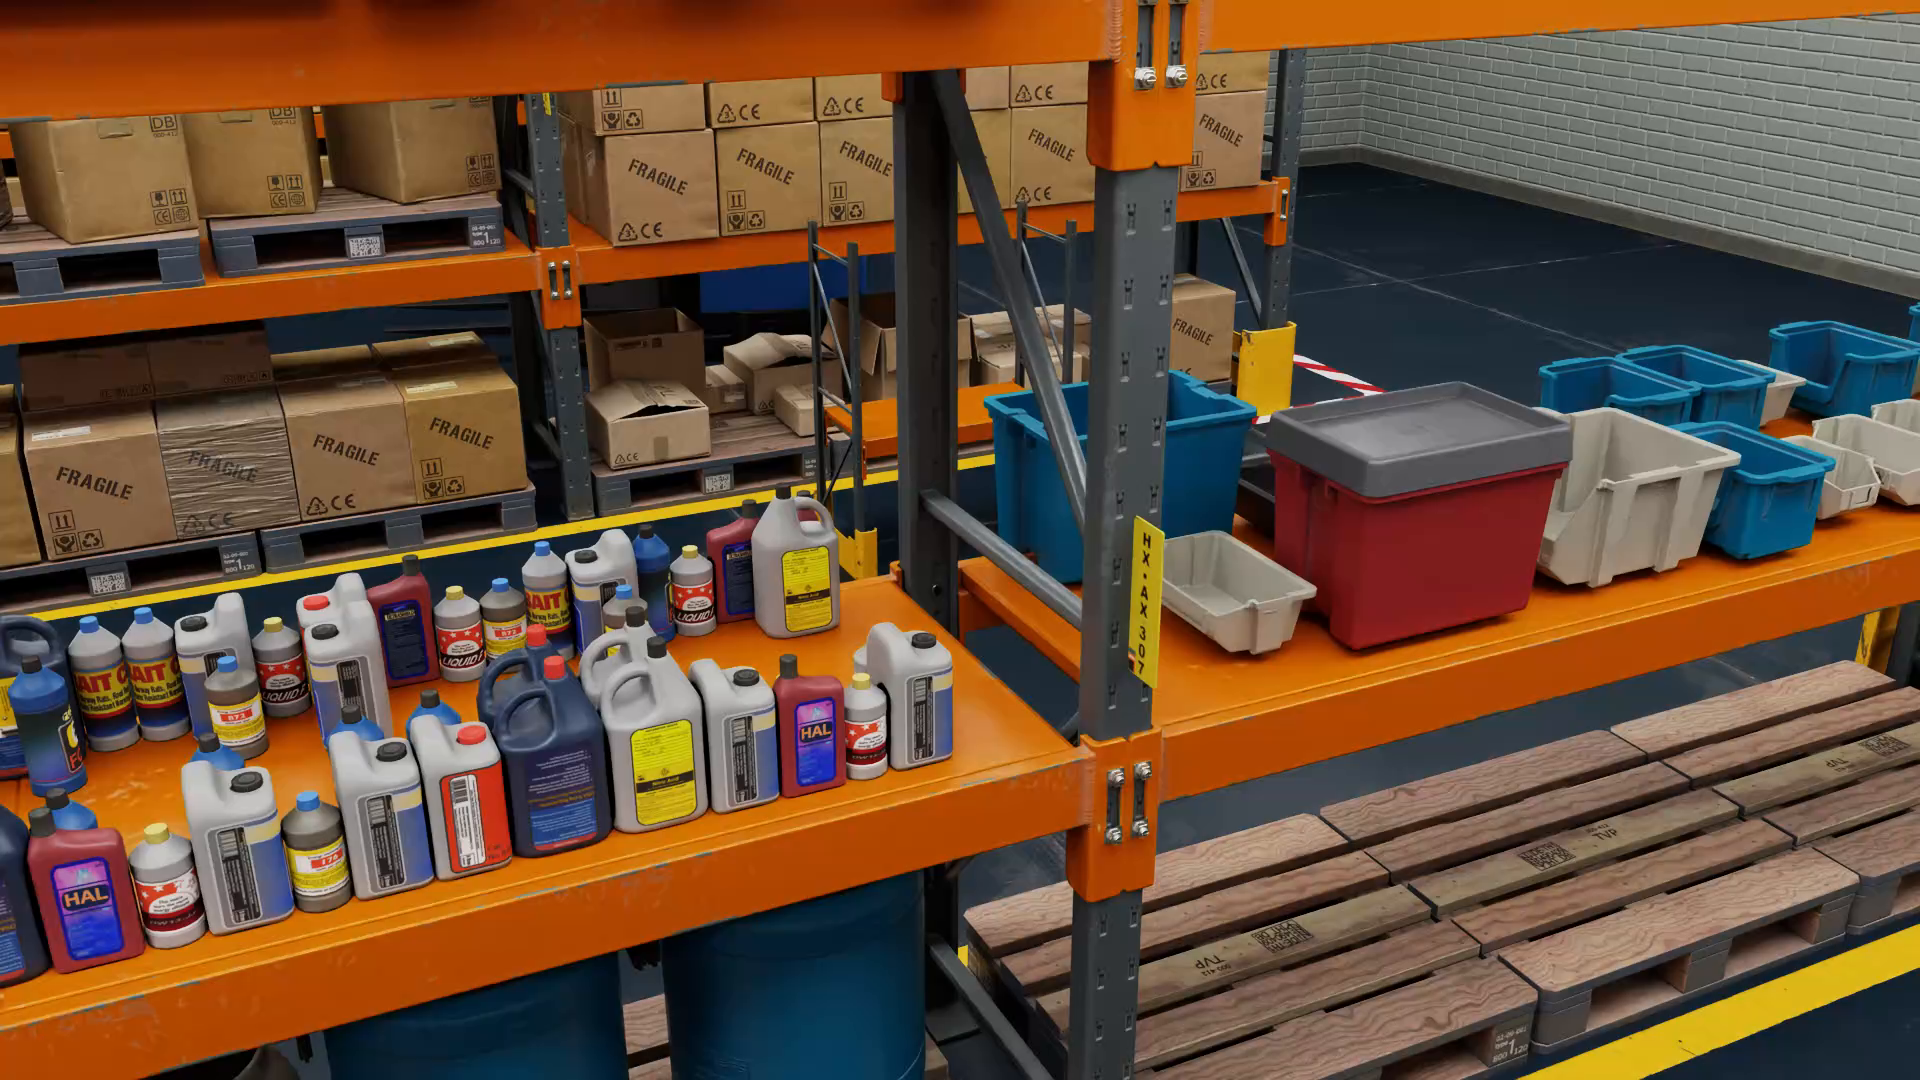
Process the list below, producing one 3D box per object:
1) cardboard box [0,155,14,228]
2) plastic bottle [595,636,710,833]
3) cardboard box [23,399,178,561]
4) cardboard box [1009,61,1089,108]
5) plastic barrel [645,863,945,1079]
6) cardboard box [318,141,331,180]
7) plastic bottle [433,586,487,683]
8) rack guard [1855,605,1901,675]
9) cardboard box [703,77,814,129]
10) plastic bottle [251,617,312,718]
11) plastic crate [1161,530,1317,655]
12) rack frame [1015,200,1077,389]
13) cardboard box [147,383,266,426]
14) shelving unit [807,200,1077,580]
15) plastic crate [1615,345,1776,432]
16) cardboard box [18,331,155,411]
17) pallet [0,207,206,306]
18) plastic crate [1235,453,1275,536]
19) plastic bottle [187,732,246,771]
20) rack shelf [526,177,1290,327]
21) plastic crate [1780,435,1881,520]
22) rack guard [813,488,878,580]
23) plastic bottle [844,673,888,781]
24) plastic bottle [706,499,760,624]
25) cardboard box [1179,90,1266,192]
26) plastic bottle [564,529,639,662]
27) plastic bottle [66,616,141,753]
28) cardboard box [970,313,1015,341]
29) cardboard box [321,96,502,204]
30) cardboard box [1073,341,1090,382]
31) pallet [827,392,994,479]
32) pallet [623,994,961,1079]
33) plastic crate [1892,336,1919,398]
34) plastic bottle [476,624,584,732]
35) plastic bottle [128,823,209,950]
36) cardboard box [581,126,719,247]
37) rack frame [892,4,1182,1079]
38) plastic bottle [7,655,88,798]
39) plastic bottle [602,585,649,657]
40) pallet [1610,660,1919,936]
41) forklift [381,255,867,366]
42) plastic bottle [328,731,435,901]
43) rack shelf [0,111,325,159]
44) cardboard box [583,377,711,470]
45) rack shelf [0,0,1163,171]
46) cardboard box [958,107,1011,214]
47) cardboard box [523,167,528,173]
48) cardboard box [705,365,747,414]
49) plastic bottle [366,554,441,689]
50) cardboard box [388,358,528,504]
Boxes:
[{"bbox_3d":[-4.206,-1.455,6.664,0.500,0.500,0.700,-6,23,-14],"label":"cardboard box"},{"bbox_3d":[-0.569,0.346,3.056,0.185,0.351,0.144,-10,25,-24],"label":"plastic bottle"},{"bbox_3d":[-3.706,-0.270,7.173,0.500,0.500,0.500,-11,25,-25],"label":"cardboard box"},{"bbox_3d":[0.375,-2.481,8.383,0.500,0.500,0.500,-10,24,-22],"label":"cardboard box"},{"bbox_3d":[-0.380,0.918,3.804,0.708,0.901,0.600,-10,25,-24],"label":"plastic barrel"},{"bbox_3d":[-4.708,-2.404,11.897,0.750,0.750,0.750,-10,25,-23],"label":"cardboard box"},{"bbox_3d":[-1.086,0.198,3.608,0.097,0.201,0.097,0,22,0],"label":"plastic bottle"},{"bbox_3d":[3.738,0.541,5.788,0.348,0.500,1.175,-10,25,-24],"label":"rack guard"},{"bbox_3d":[-1.016,-2.224,7.764,0.500,0.500,0.500,-11,25,-25],"label":"cardboard box"},{"bbox_3d":[-1.415,0.259,3.462,0.097,0.201,0.097,0,22,0],"label":"plastic bottle"},{"bbox_3d":[0.599,0.125,3.793,0.243,0.136,0.396,-10,25,-24],"label":"plastic crate"},{"bbox_3d":[0.381,-0.763,7.633,0.032,1.500,0.500,-10,25,-24],"label":"rack frame"},{"bbox_3d":[-3.498,-0.529,7.798,0.500,0.500,0.500,-10,25,-23],"label":"cardboard box"},{"bbox_3d":[-0.069,-0.680,7.433,1.083,1.500,0.587,-10,25,-24],"label":"shelving unit"},{"bbox_3d":[2.170,-0.410,4.958,0.300,0.233,0.416,-10,25,-24],"label":"plastic crate"},{"bbox_3d":[-3.922,-0.799,7.470,0.500,0.250,0.500,-11,25,-25],"label":"cardboard box"},{"bbox_3d":[-3.881,-1.221,7.029,1.213,0.211,1.003,-10,25,-24],"label":"pallet"},{"bbox_3d":[1.010,-0.120,4.400,0.590,0.125,0.437,-10,25,-24],"label":"plastic crate"},{"bbox_3d":[-1.282,0.460,2.886,0.097,0.271,0.097,0,22,0],"label":"plastic bottle"},{"bbox_3d":[-0.225,-1.649,8.751,4.000,0.370,1.077,-10,25,-24],"label":"rack shelf"},{"bbox_3d":[2.299,-0.160,4.481,0.250,0.136,0.298,-10,25,-24],"label":"plastic crate"},{"bbox_3d":[-0.517,-0.020,7.472,0.087,0.250,0.587,-10,25,-24],"label":"rack guard"},{"bbox_3d":[-0.190,0.356,3.229,0.097,0.201,0.097,0,22,0],"label":"plastic bottle"},{"bbox_3d":[-0.518,0.048,3.864,0.133,0.283,0.061,-10,25,-24],"label":"plastic bottle"},{"bbox_3d":[1.291,-2.191,8.990,0.500,0.500,0.500,-10,24,-22],"label":"cardboard box"},{"bbox_3d":[-0.794,0.122,3.696,0.135,0.276,0.152,-10,25,-24],"label":"plastic bottle"},{"bbox_3d":[-1.712,0.281,3.317,0.097,0.271,0.097,0,22,0],"label":"plastic bottle"},{"bbox_3d":[0.063,-1.087,9.475,0.500,0.250,0.500,-10,25,-24],"label":"cardboard box"},{"bbox_3d":[-2.551,-1.888,7.709,0.700,0.500,0.500,21,30,41],"label":"cardboard box"},{"bbox_3d":[0.790,-0.996,9.363,0.250,0.166,0.380,-10,25,-24],"label":"cardboard box"},{"bbox_3d":[-0.307,-0.678,9.113,1.213,0.211,1.003,-10,25,-24],"label":"pallet"},{"bbox_3d":[-0.596,1.460,3.946,1.213,0.211,1.003,-10,25,-24],"label":"pallet"},{"bbox_3d":[3.032,-0.559,5.444,0.298,0.136,0.250,-10,25,-24],"label":"plastic crate"},{"bbox_3d":[-0.798,0.327,3.102,0.185,0.351,0.144,-10,25,-24],"label":"plastic bottle"},{"bbox_3d":[-1.304,0.561,2.733,0.097,0.201,0.097,0,22,0],"label":"plastic bottle"},{"bbox_3d":[-1.450,-1.686,7.771,0.500,0.500,0.500,-10,24,-22],"label":"cardboard box"},{"bbox_3d":[0.118,0.058,3.687,0.127,3.000,1.000,-10,25,-24],"label":"rack frame"},{"bbox_3d":[-1.737,0.347,3.158,0.097,0.271,0.097,0,22,0],"label":"plastic bottle"},{"bbox_3d":[-0.723,0.196,3.614,0.097,0.201,0.097,0,22,0],"label":"plastic bottle"},{"bbox_3d":[2.962,0.807,5.525,1.213,0.211,1.003,-10,25,-24],"label":"pallet"},{"bbox_3d":[-2.139,-2.655,10.331,3.031,2.935,1.130,-3,23,-8],"label":"forklift"},{"bbox_3d":[-1.002,0.459,2.881,0.135,0.276,0.152,-10,25,-24],"label":"plastic bottle"},{"bbox_3d":[-5.981,-2.692,11.271,4.000,0.370,1.077,-10,25,-24],"label":"rack shelf"},{"bbox_3d":[-1.555,-0.605,8.231,0.500,0.311,0.500,-10,25,-24],"label":"cardboard box"},{"bbox_3d":[-1.684,-0.663,2.449,4.000,0.370,1.077,-10,25,-24],"label":"rack shelf"},{"bbox_3d":[-0.080,-1.939,8.382,0.500,0.500,0.500,-11,25,-24],"label":"cardboard box"},{"bbox_3d":[-3.007,-2.566,12.746,0.500,0.500,0.700,-11,25,-24],"label":"cardboard box"},{"bbox_3d":[-1.325,-0.810,8.938,0.250,0.149,0.380,-10,25,-24],"label":"cardboard box"},{"bbox_3d":[-1.198,0.173,3.562,0.133,0.283,0.061,-10,25,-24],"label":"plastic bottle"},{"bbox_3d":[-2.348,-0.517,7.770,0.500,0.500,0.500,-11,25,-24],"label":"cardboard box"}]
